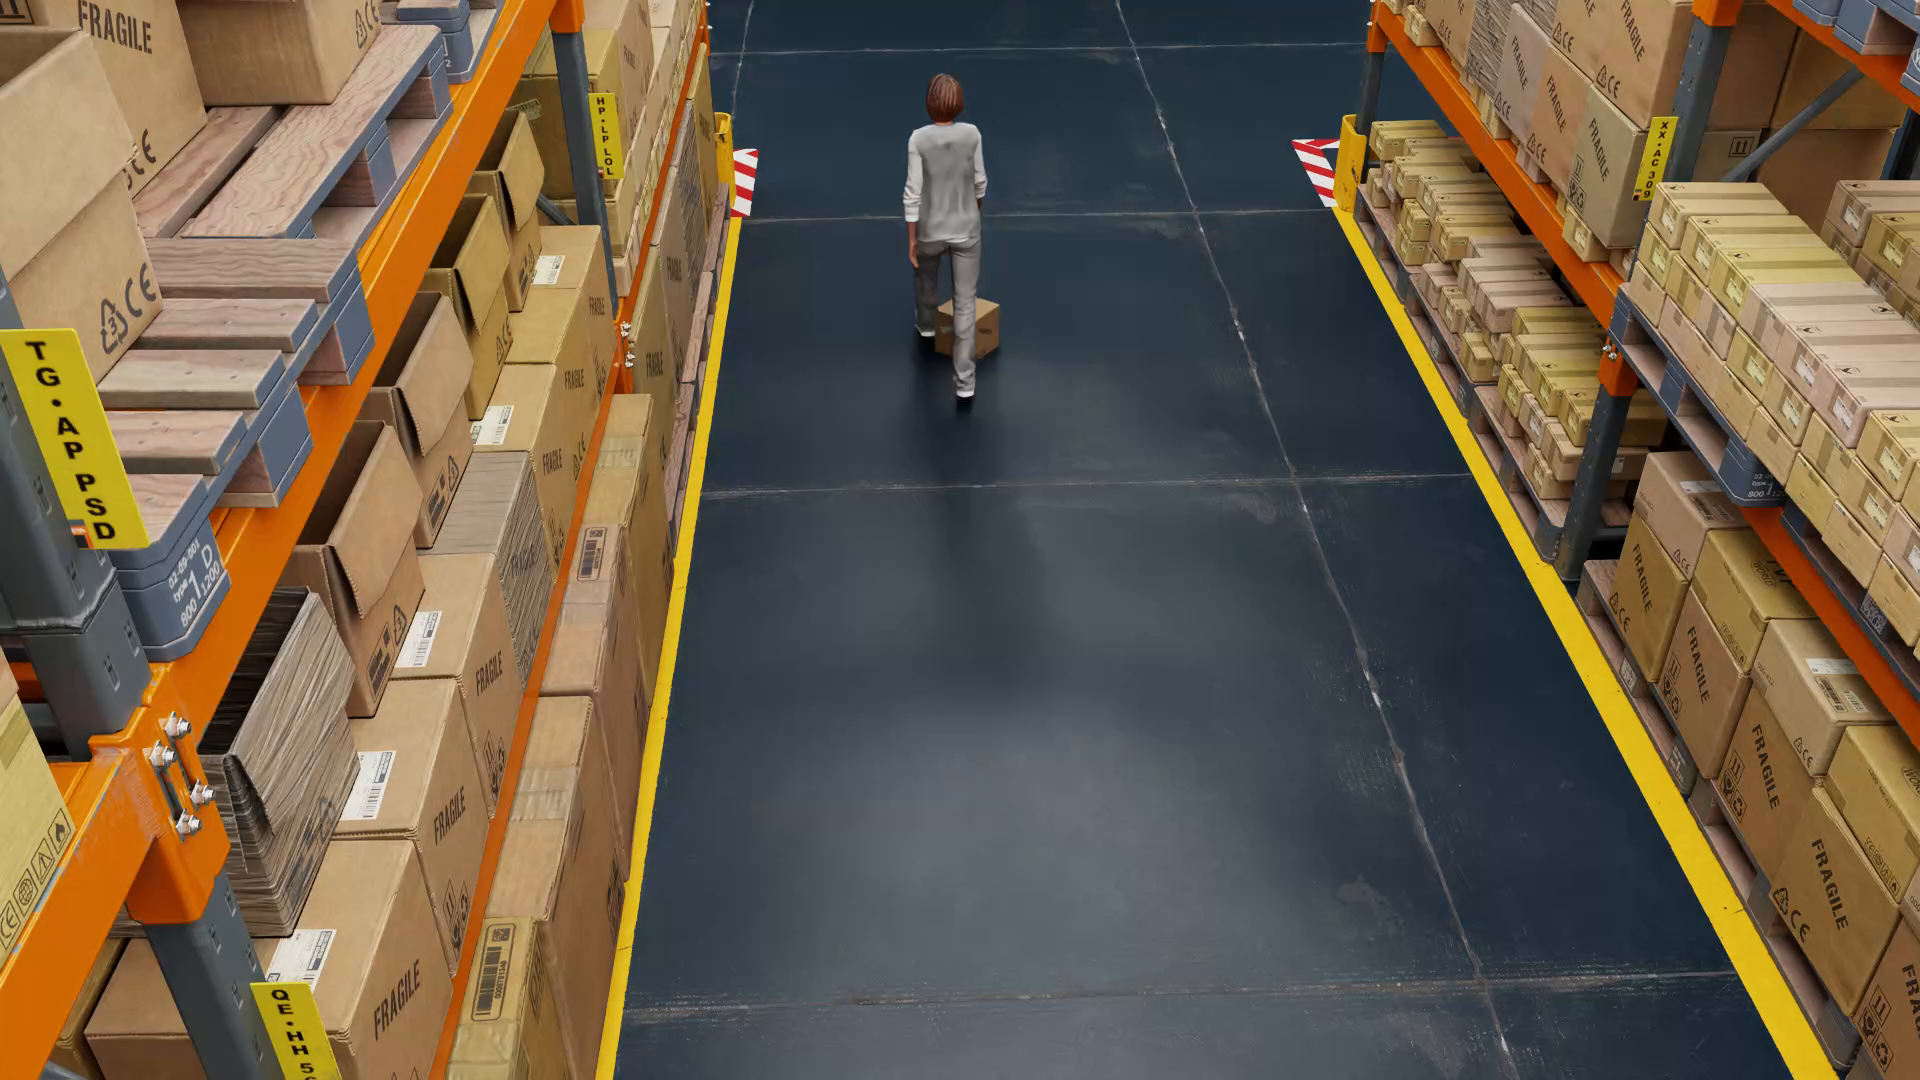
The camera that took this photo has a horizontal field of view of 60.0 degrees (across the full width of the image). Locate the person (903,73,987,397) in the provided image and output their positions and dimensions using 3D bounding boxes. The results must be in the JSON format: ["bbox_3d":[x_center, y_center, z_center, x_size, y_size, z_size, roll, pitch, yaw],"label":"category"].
[{"bbox_3d":[-0.074,-1.569,8.329,0.431,1.536,0.984,-3,36,-5],"label":"person"}]
